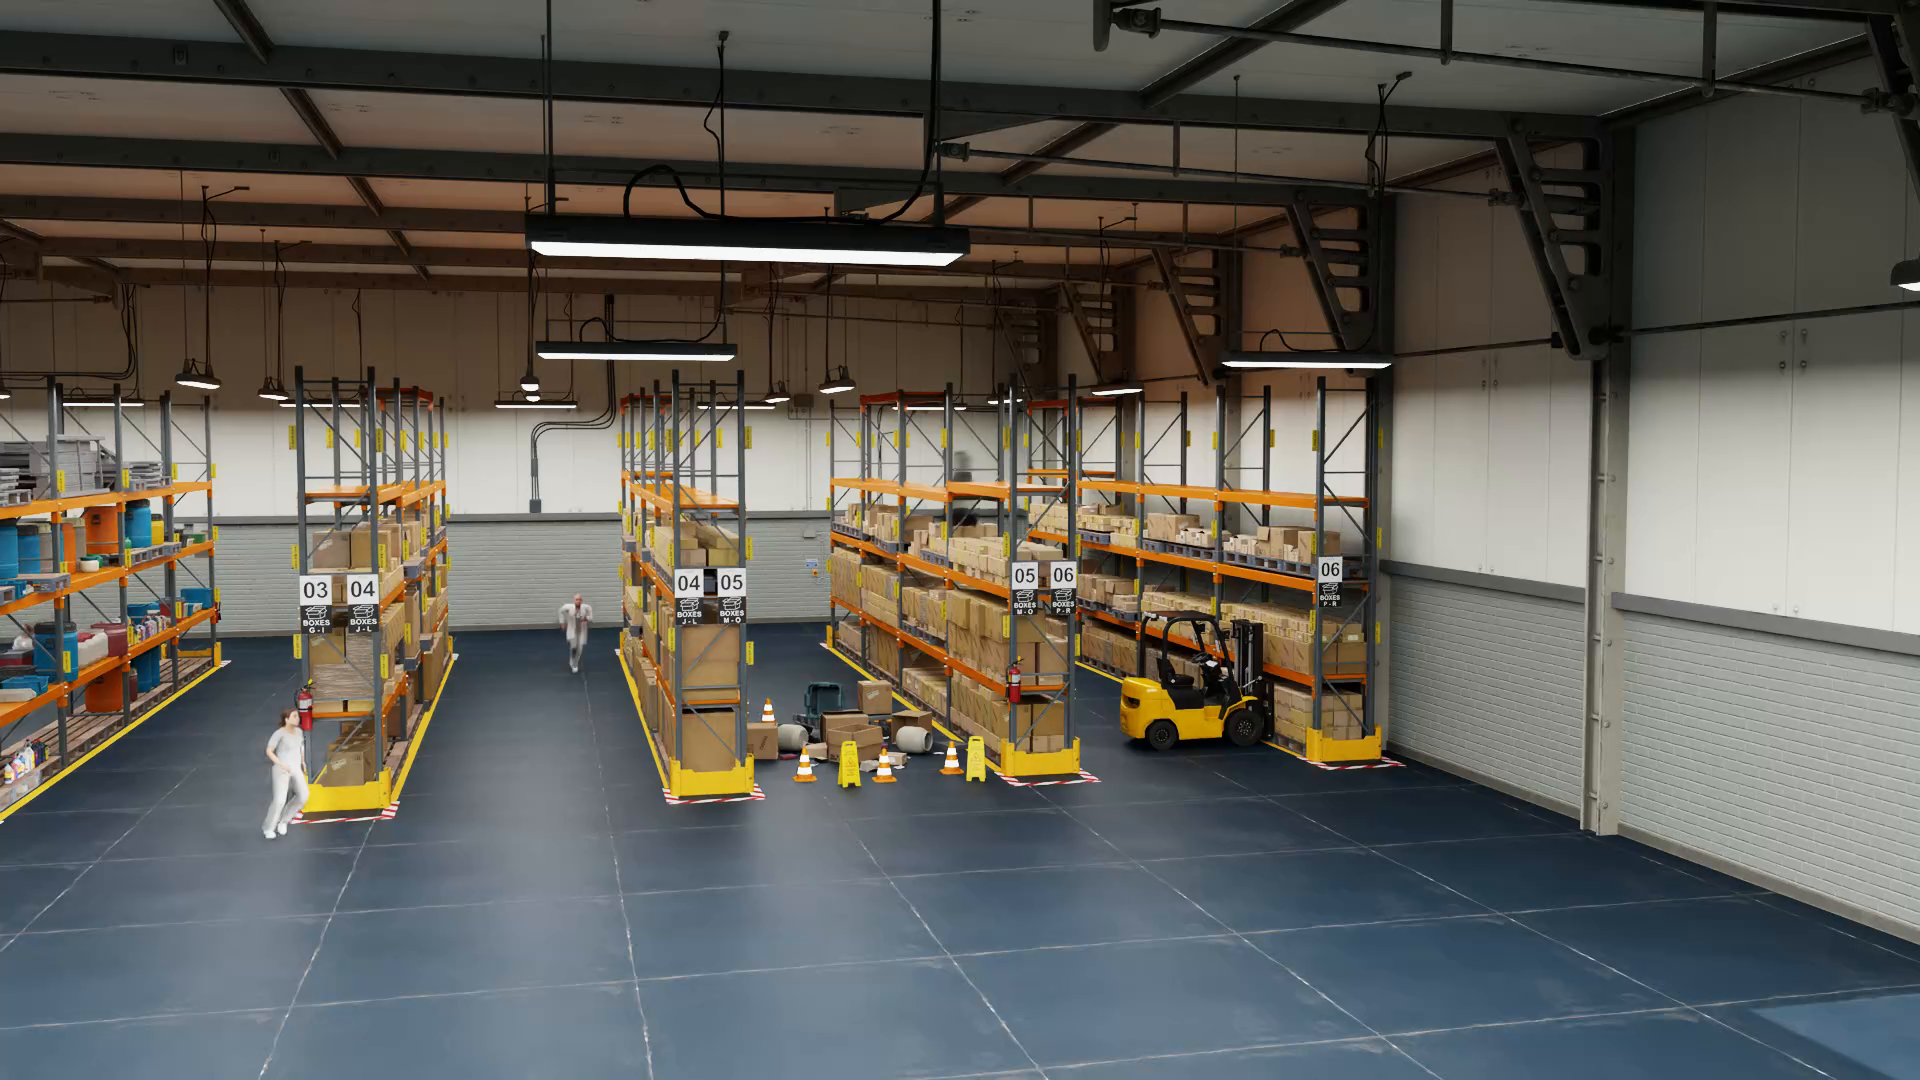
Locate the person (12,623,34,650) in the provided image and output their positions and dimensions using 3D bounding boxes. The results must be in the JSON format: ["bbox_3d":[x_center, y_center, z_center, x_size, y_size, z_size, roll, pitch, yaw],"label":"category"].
[{"bbox_3d":[-17.453,2.350,31.091,0.510,1.556,0.636,0,3,-6],"label":"person"}]

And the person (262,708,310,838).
[{"bbox_3d":[-8.484,2.932,21.071,0.573,1.616,0.623,2,4,33],"label":"person"}]

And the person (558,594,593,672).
[{"bbox_3d":[-8.256,2.061,35.810,0.693,1.607,0.847,-1,4,-23],"label":"person"}]
